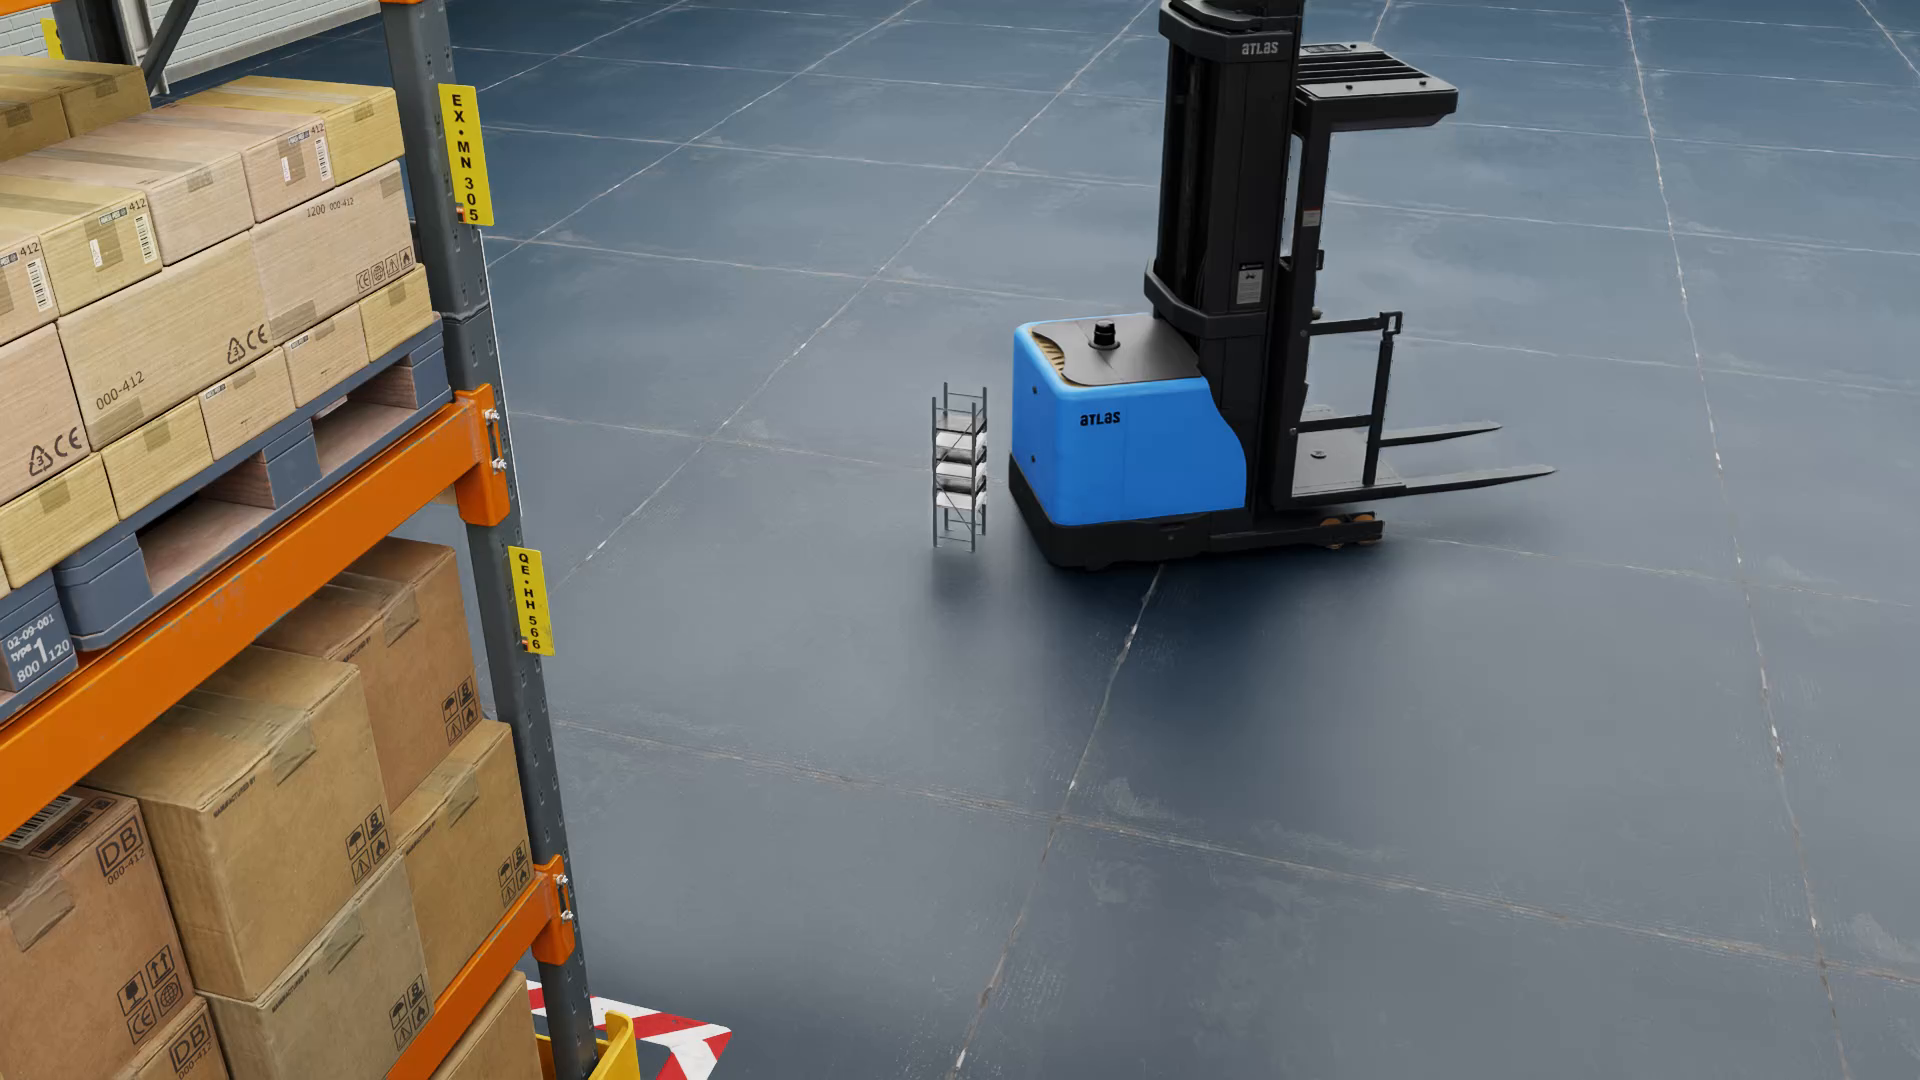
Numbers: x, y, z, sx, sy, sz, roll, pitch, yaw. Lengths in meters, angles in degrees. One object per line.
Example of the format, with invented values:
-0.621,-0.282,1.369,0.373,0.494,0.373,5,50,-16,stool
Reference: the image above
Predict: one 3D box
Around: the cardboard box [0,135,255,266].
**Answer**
-1.584,-0.646,3.144,0.380,0.149,0.250,9,30,16,cardboard box

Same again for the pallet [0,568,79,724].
-2.223,0.334,2.571,1.003,0.211,1.213,8,30,15,pallet

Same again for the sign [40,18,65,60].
-2.188,-1.119,4.110,0.100,0.325,0.005,8,30,15,sign

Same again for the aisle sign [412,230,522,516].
-1.352,-0.436,4.273,0.394,0.787,0.004,8,30,15,aisle sign

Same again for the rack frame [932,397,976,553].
-0.032,-0.342,8.940,0.240,0.900,0.006,8,30,15,rack frame

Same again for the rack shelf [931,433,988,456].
-0.002,-0.518,8.953,0.258,0.077,0.200,8,30,15,rack shelf

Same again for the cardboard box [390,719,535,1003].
-1.725,0.804,4.565,0.875,0.550,0.550,8,30,15,cardboard box

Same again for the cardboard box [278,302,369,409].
-1.508,-0.418,3.554,0.380,0.149,0.250,9,30,15,cardboard box

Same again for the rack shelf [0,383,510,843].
-2.246,0.624,2.698,1.077,0.370,4.000,8,30,15,rack shelf

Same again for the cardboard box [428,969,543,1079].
-1.795,1.760,4.754,0.875,0.875,0.875,9,30,15,cardboard box

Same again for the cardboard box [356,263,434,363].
-1.433,-0.535,3.764,0.380,0.149,0.250,8,30,15,cardboard box

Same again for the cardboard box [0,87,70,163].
-2.136,-0.860,3.528,0.380,0.149,0.250,9,30,15,cardboard box

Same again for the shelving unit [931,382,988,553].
-0.002,-0.389,9.024,0.258,0.900,0.210,8,30,15,shelving unit

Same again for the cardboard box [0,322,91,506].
-1.832,-0.179,2.714,0.500,0.250,0.500,8,30,15,cardboard box

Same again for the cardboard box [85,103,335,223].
-1.508,-0.765,3.358,0.380,0.149,0.250,9,30,15,cardboard box

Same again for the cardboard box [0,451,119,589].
-1.732,-0.062,2.913,0.380,0.149,0.250,8,30,14,cardboard box

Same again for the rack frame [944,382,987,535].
0.027,-0.437,9.109,0.240,0.900,0.006,8,30,15,rack frame

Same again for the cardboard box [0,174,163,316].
-1.658,-0.526,2.927,0.380,0.149,0.250,9,30,16,cardboard box

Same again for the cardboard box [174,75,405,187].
-1.434,-0.881,3.566,0.380,0.149,0.250,9,30,15,cardboard box

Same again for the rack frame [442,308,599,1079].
-1.659,0.691,4.923,1.000,3.000,0.127,8,30,15,rack frame

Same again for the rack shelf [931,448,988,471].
-0.002,-0.439,8.997,0.258,0.077,0.200,8,30,15,rack shelf

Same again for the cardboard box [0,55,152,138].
-2.061,-0.976,3.738,0.380,0.149,0.250,9,30,15,cardboard box

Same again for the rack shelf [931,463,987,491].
-0.002,-0.360,9.041,0.258,0.077,0.200,8,30,15,rack shelf

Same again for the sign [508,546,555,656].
-1.145,0.165,4.433,0.100,0.325,0.005,8,30,15,sign

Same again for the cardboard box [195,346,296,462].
-1.582,-0.298,3.339,0.380,0.149,0.250,9,30,16,cardboard box

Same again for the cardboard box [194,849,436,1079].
-1.865,1.063,4.100,0.875,0.550,0.550,8,30,15,cardboard box

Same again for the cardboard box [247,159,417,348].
-1.536,-0.645,3.551,0.500,0.250,0.500,9,30,16,cardboard box

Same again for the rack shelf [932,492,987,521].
-0.002,-0.203,9.128,0.258,0.077,0.200,8,30,15,rack shelf

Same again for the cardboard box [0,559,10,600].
-1.806,0.056,2.703,0.380,0.149,0.250,9,30,15,cardboard box

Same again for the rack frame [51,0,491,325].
-1.659,-1.931,3.465,1.000,3.000,0.127,8,30,15,rack frame

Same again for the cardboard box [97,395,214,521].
-1.657,-0.181,3.128,0.380,0.149,0.250,9,30,15,cardboard box

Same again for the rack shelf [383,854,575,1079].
-2.246,1.934,3.427,1.077,0.370,4.000,8,30,15,rack shelf

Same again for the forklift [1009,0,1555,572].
1.855,-1.475,8.887,3.031,2.935,1.130,-6,30,-11,forklift

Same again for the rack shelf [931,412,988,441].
-0.002,-0.596,8.909,0.258,0.077,0.200,8,30,15,rack shelf

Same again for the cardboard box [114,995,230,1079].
-2.150,1.305,3.664,0.875,0.550,0.550,8,30,15,cardboard box

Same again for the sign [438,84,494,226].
-1.145,-0.889,3.847,0.100,0.325,0.005,8,30,15,sign

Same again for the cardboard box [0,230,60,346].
-1.733,-0.410,2.719,0.380,0.149,0.250,9,30,15,cardboard box

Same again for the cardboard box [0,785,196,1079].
-2.173,0.830,3.408,0.875,0.550,0.550,8,30,15,cardboard box

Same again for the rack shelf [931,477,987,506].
-0.002,-0.282,9.084,0.258,0.077,0.200,8,30,15,rack shelf

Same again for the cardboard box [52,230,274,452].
-1.683,-0.412,3.133,0.500,0.250,0.500,9,30,15,cardboard box

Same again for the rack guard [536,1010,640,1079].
-1.652,1.772,5.551,1.175,0.500,0.348,8,30,15,rack guard

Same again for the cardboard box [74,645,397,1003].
-1.878,0.589,3.841,0.875,0.550,0.550,8,30,15,cardboard box

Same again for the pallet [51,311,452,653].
-1.867,-0.235,3.593,1.003,0.211,1.213,8,30,15,pallet

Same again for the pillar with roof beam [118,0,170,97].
-4.595,-8.064,14.490,9.100,9.000,0.400,8,30,15,pillar with roof beam

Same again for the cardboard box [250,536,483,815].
-1.805,0.320,4.324,0.875,0.550,0.550,8,30,15,cardboard box
